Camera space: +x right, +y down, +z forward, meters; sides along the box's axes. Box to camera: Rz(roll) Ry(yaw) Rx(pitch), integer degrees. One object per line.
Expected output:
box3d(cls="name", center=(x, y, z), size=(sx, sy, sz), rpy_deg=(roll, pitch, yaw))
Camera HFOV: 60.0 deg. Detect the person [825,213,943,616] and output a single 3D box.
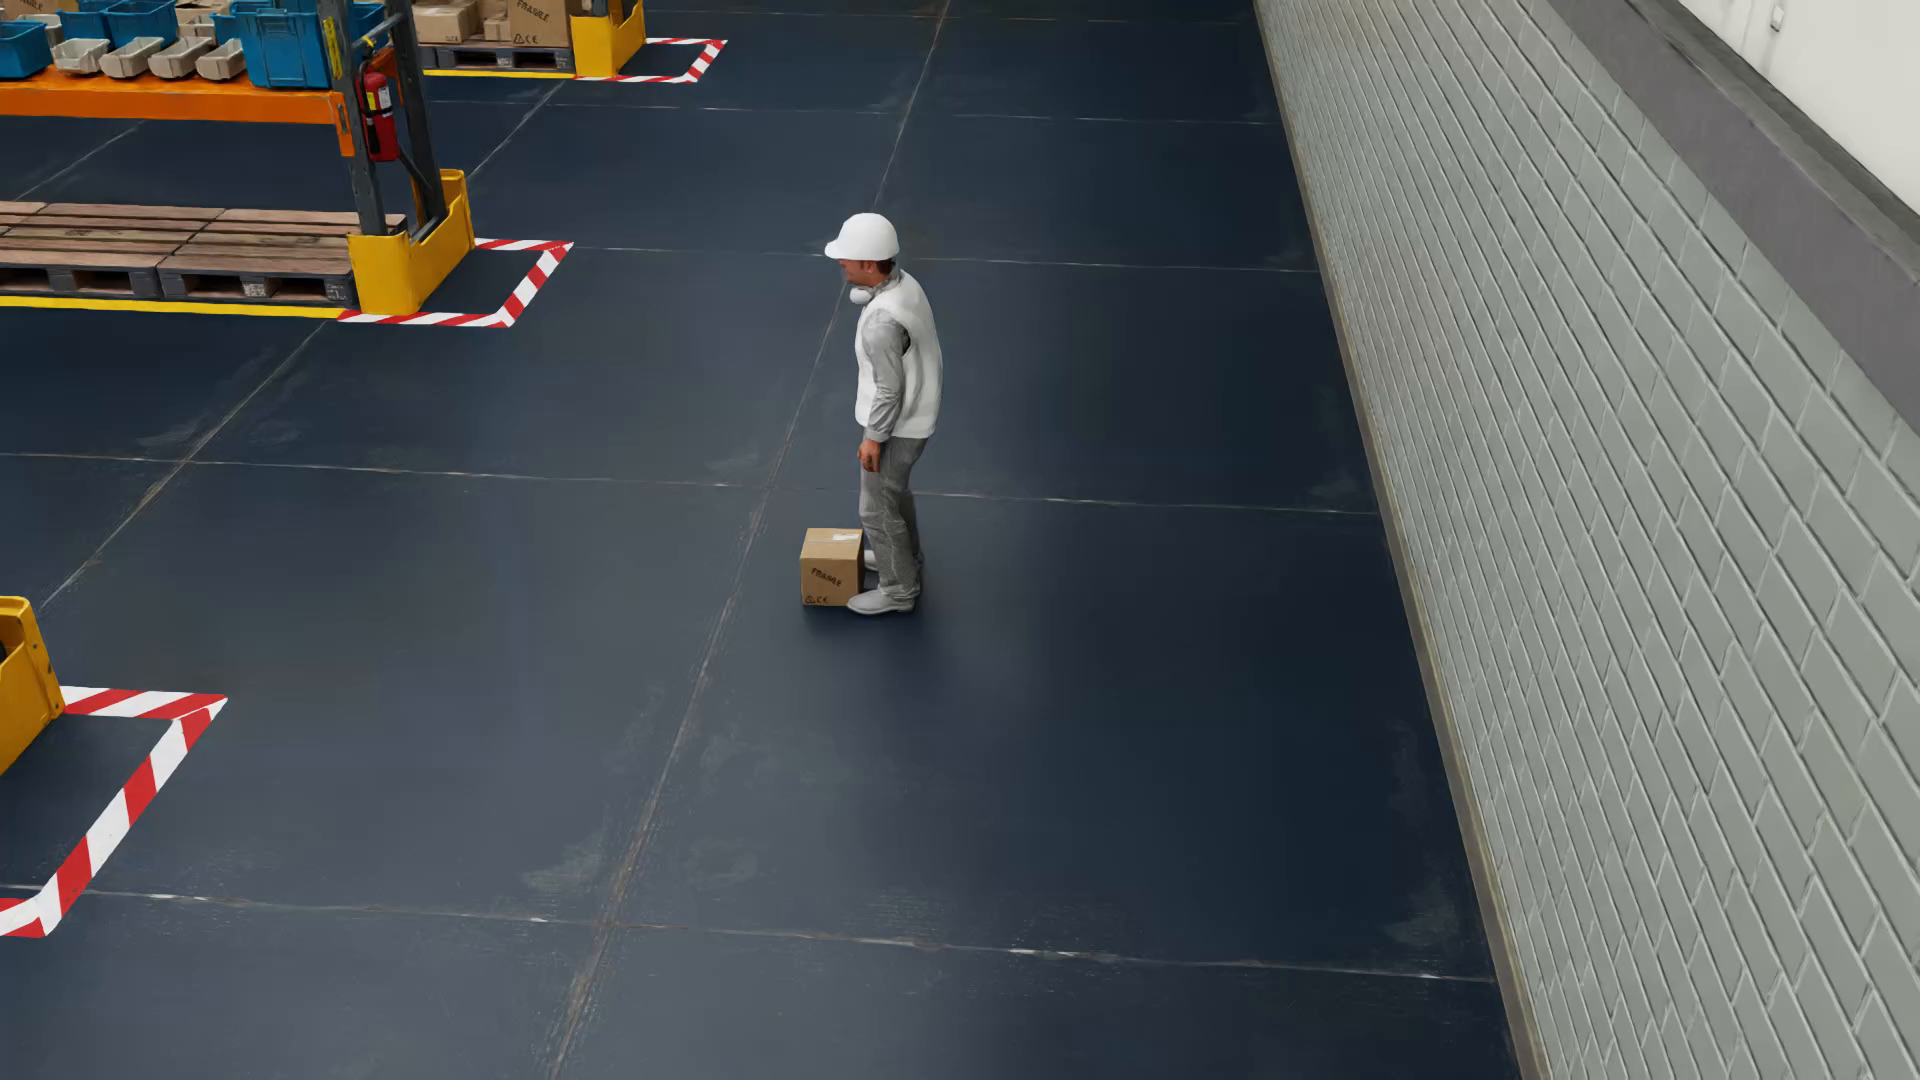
box3d(cls="person", center=(-0.302, -0.523, 6.955), size=(0.461, 1.771, 0.581), rpy_deg=(3, 32, 4))
